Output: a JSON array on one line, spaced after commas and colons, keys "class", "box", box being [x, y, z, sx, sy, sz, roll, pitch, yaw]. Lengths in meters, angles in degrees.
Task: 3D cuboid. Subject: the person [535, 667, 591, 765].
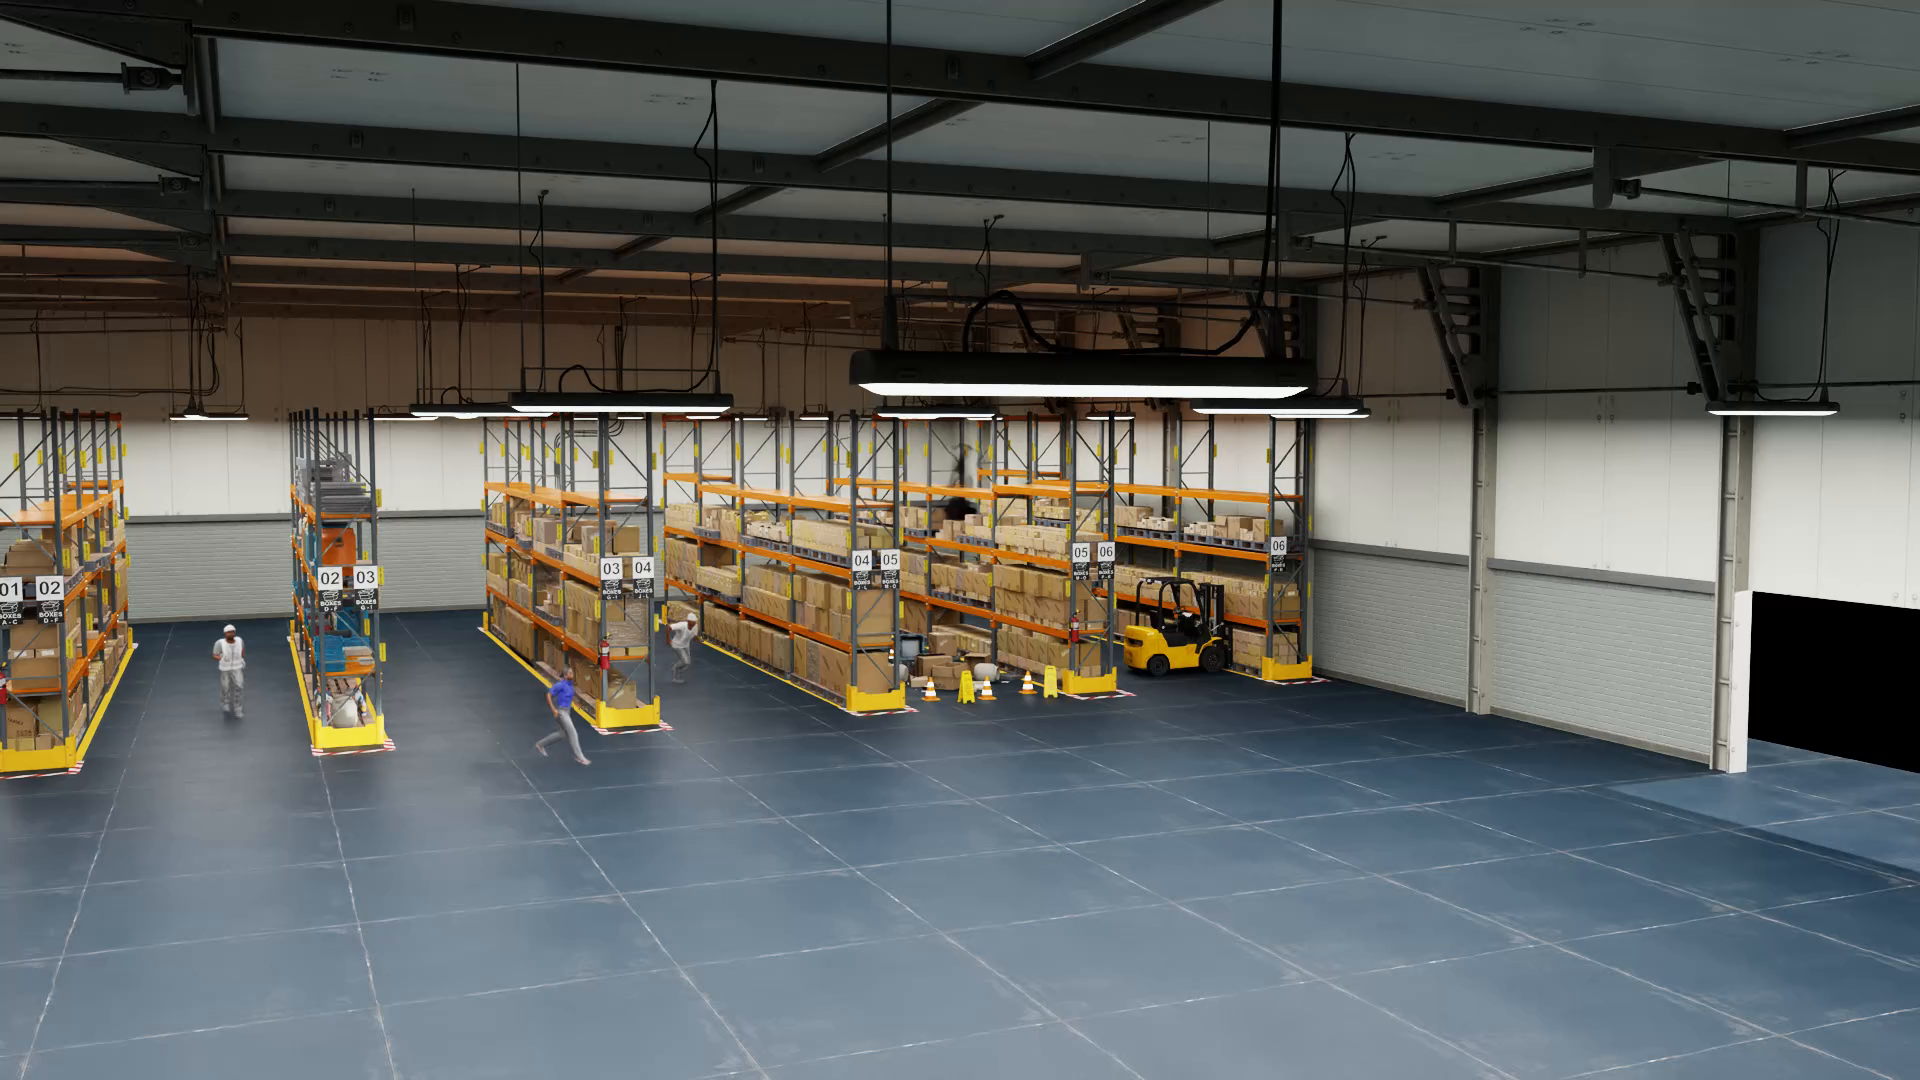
[{"class": "person", "box": [-6.676, 2.946, 27.944, 0.921, 1.652, 0.577, 1, 4, 7]}]

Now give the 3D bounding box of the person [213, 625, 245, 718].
[{"class": "person", "box": [-14.265, 2.561, 32.495, 0.612, 1.830, 0.839, -2, 5, -31]}]

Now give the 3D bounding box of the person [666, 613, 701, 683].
[{"class": "person", "box": [-6.083, 2.379, 36.484, 0.838, 1.578, 0.734, 3, 5, 38]}]
